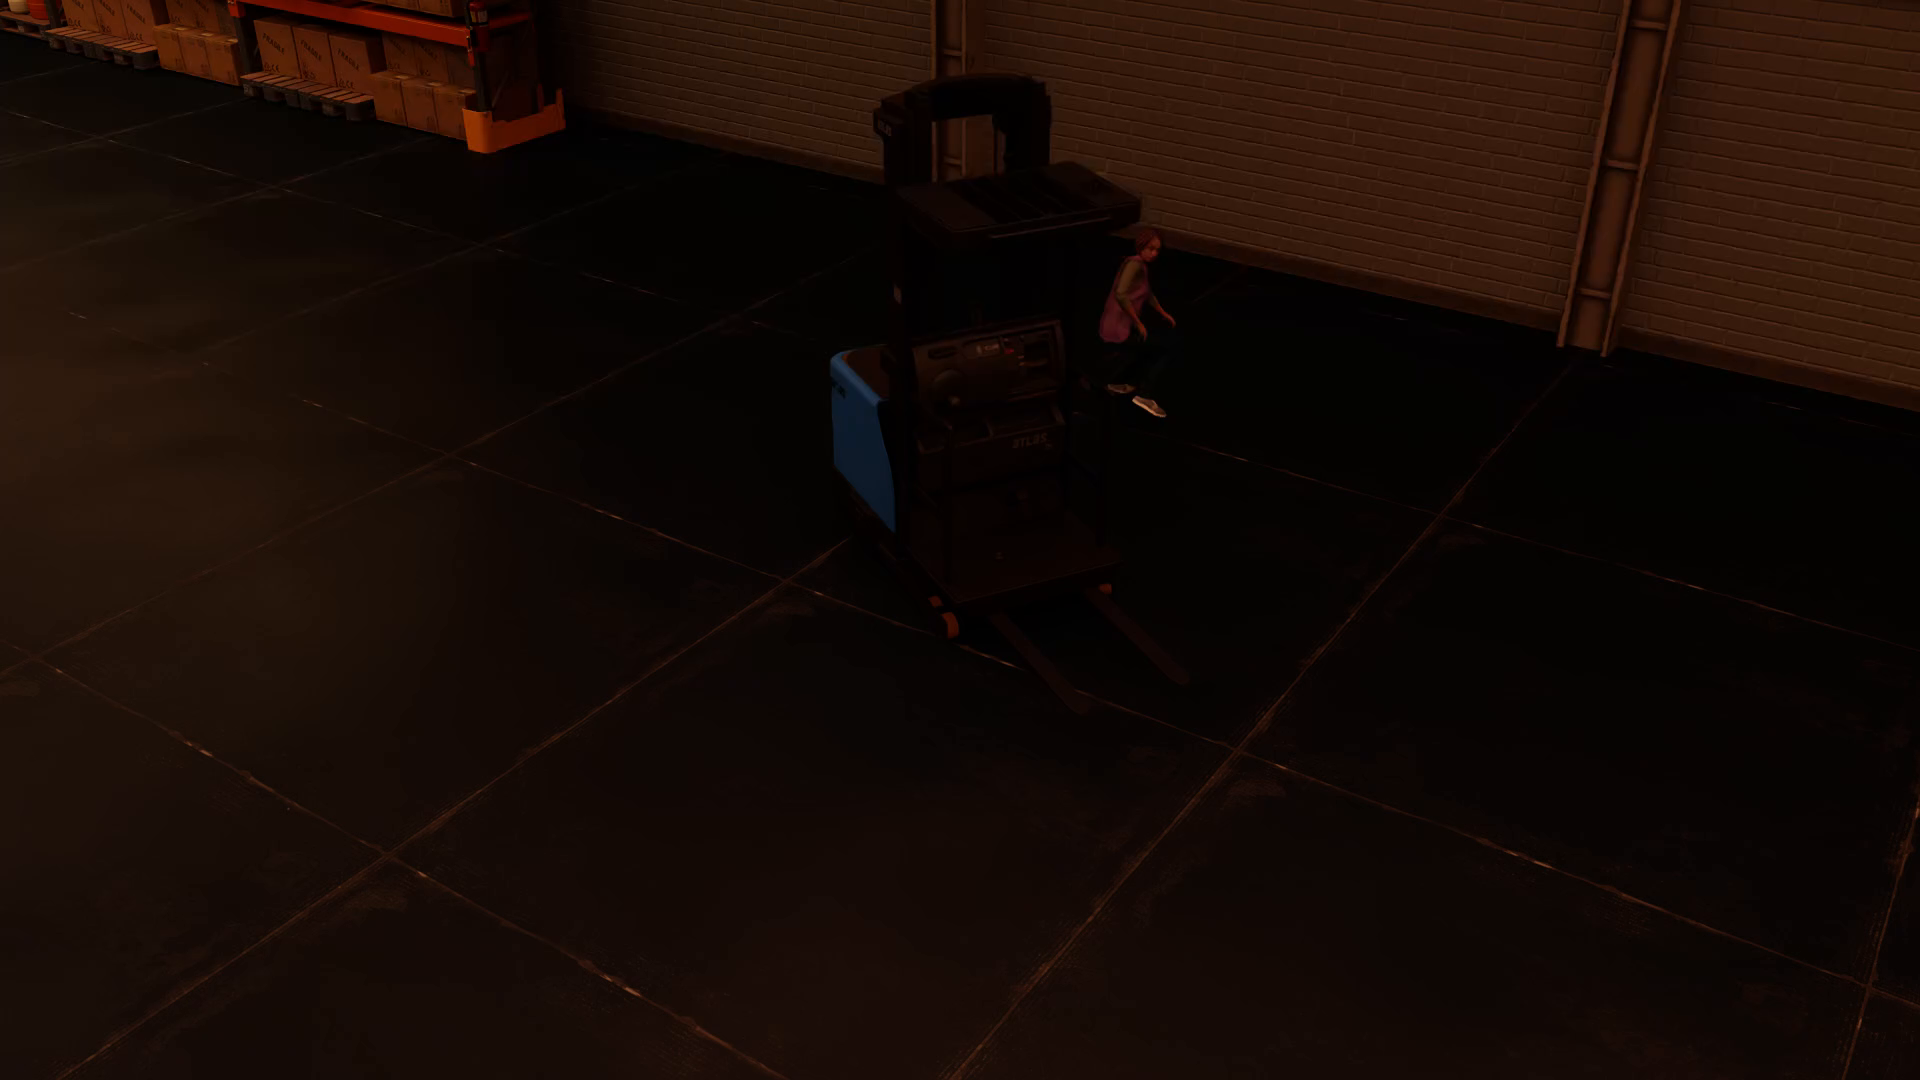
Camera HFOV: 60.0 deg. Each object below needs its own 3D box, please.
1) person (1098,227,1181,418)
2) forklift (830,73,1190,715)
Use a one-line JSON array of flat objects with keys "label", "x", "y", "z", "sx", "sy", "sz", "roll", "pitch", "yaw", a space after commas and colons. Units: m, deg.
[{"label": "person", "x": 1.283, "y": -1.530, "z": 11.832, "sx": 0.603, "sy": 1.384, "sz": 0.722, "roll": -1, "pitch": 30, "yaw": -1}, {"label": "forklift", "x": 0.262, "y": -0.942, "z": 9.203, "sx": 1.130, "sy": 2.935, "sz": 3.031, "roll": -13, "pitch": 33, "yaw": -22}]
